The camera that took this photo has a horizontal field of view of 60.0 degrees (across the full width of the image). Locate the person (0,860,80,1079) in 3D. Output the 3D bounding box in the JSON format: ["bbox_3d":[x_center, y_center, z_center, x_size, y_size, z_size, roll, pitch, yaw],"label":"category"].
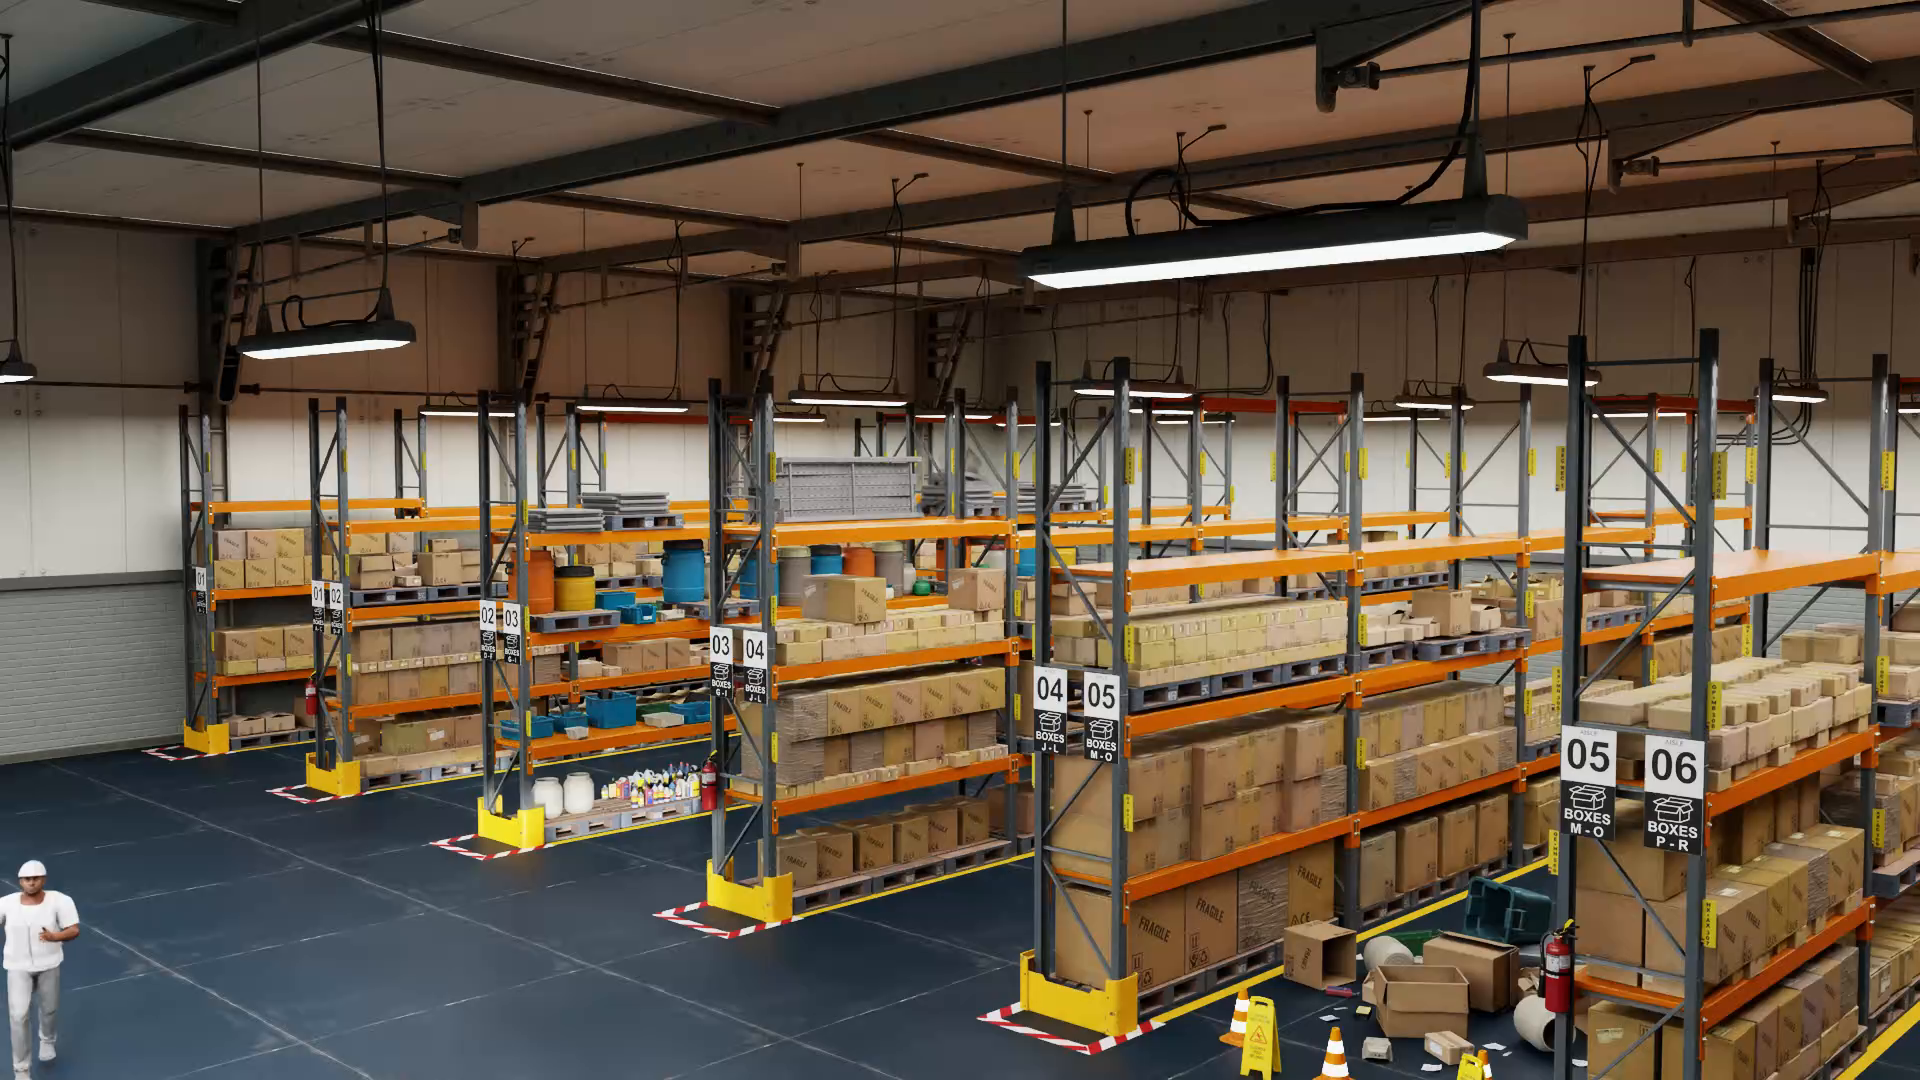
[{"bbox_3d":[-7.647,3.547,13.734,0.677,1.819,0.820,-2,3,-28],"label":"person"}]
